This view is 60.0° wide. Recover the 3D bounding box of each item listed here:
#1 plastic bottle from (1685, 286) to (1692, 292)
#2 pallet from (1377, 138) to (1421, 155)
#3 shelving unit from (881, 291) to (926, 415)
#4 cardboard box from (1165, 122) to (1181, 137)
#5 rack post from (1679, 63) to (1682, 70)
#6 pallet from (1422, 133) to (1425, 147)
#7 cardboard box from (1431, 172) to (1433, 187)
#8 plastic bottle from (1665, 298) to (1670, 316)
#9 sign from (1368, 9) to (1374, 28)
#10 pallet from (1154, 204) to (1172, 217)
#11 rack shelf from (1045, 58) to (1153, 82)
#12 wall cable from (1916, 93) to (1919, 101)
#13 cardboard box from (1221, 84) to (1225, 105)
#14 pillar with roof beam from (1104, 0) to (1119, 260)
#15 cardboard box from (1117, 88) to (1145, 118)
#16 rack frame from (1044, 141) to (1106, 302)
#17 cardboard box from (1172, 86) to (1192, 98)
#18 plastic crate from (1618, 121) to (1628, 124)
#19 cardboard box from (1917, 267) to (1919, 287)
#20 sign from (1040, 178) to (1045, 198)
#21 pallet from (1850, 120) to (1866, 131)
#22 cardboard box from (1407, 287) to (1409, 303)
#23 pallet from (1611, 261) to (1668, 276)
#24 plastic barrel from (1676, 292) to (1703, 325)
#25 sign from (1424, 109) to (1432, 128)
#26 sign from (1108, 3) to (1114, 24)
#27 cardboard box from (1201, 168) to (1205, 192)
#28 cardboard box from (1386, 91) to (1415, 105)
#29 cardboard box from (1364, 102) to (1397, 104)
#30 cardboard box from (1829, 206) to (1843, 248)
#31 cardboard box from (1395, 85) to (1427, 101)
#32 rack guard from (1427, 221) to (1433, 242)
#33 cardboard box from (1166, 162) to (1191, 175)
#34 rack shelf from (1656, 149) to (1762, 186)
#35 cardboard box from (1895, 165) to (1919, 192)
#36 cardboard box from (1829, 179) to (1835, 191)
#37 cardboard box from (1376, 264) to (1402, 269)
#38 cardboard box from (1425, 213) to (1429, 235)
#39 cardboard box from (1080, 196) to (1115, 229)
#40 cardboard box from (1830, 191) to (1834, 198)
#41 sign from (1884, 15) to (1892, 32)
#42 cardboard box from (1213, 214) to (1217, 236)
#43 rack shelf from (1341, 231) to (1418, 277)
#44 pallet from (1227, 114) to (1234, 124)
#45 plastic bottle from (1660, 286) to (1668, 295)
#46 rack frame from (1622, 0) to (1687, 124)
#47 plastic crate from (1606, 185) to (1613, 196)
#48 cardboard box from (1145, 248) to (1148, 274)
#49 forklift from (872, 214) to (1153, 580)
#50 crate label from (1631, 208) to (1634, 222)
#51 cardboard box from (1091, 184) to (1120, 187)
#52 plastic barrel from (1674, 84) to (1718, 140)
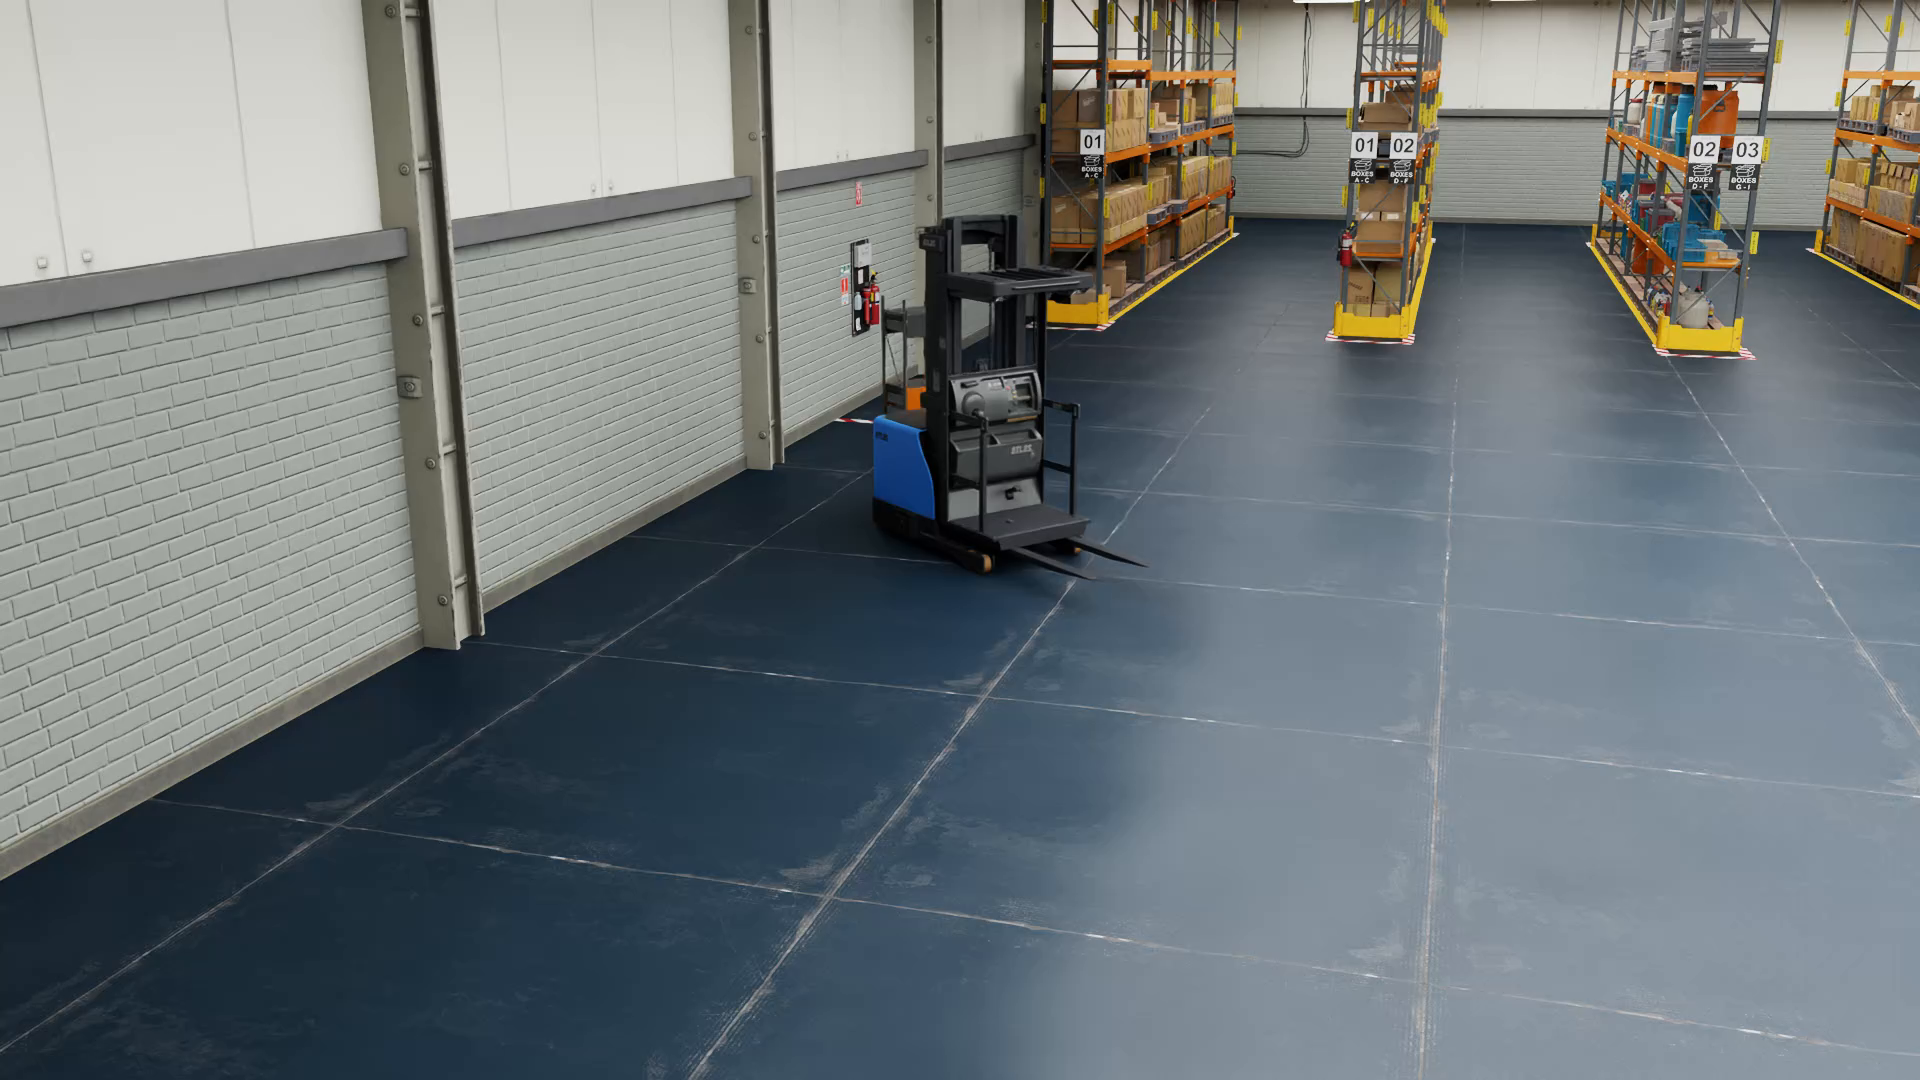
[{"bbox_3d":[12.501,-4.183,28.549,0.144,0.351,0.185,5,16,16],"label":"plastic bottle"},{"bbox_3d":[6.886,-6.348,26.797,1.003,0.211,1.213,5,16,16],"label":"pallet"},{"bbox_3d":[-0.422,-1.296,15.968,0.503,2.100,0.431,-11,19,-34],"label":"shelving unit"},{"bbox_3d":[4.238,-8.441,34.142,0.500,0.311,0.500,5,16,16],"label":"cardboard box"},{"bbox_3d":[14.366,-9.625,33.608,0.937,0.300,0.954,7,17,22],"label":"rack post"},{"bbox_3d":[7.580,-6.986,29.048,1.003,0.211,1.213,5,16,16],"label":"pallet"},{"bbox_3d":[11.050,-8.594,39.868,0.500,0.500,0.500,5,17,16],"label":"cardboard box"},{"bbox_3d":[11.710,-3.854,27.513,0.061,0.283,0.133,5,16,16],"label":"plastic bottle"},{"bbox_3d":[7.274,-9.223,29.420,0.100,0.325,0.005,5,16,16],"label":"sign"},{"bbox_3d":[3.660,-6.627,33.469,1.003,0.211,1.213,5,16,16],"label":"pallet"},{"bbox_3d":[2.479,-8.209,29.025,1.077,0.370,4.000,5,16,16],"label":"rack shelf"},{"bbox_3d":[25.616,-13.827,41.612,2.277,5.999,0.120,5,16,16],"label":"wall cable"},{"bbox_3d":[6.067,-10.698,39.921,0.500,0.500,0.500,5,17,16],"label":"cardboard box"},{"bbox_3d":[7.112,-9.520,32.321,9.100,9.000,0.400,5,16,16],"label":"pillar with roof beam"},{"bbox_3d":[3.018,-7.879,29.980,0.500,0.500,0.500,6,17,19],"label":"cardboard box"},{"bbox_3d":[1.910,-5.147,27.900,1.000,3.000,0.127,5,16,16],"label":"rack frame"},{"bbox_3d":[4.945,-10.130,37.608,0.500,0.250,0.500,6,17,20],"label":"cardboard box"},{"bbox_3d":[14.772,-9.144,36.801,0.416,0.233,0.300,5,16,16],"label":"plastic crate"},{"bbox_3d":[18.260,-4.920,30.874,0.700,0.500,0.500,4,16,13],"label":"cardboard box"},{"bbox_3d":[1.384,-5.905,27.870,0.100,0.325,0.005,5,16,16],"label":"sign"},{"bbox_3d":[20.159,-9.066,36.383,1.003,0.211,1.213,5,16,16],"label":"pallet"},{"bbox_3d":[7.596,-4.290,29.146,0.500,0.250,0.500,5,16,16],"label":"cardboard box"},{"bbox_3d":[14.215,-5.658,34.812,1.003,0.211,1.213,5,16,16],"label":"pallet"},{"bbox_3d":[11.665,-3.693,26.564,0.421,0.512,0.421,0,16,0],"label":"plastic barrel"},{"bbox_3d":[8.330,-7.498,29.598,0.100,0.325,0.005,5,16,16],"label":"sign"},{"bbox_3d":[2.430,-8.479,26.795,0.100,0.325,0.005,5,16,16],"label":"sign"},{"bbox_3d":[5.295,-8.213,37.944,0.500,0.500,0.500,5,17,16],"label":"cardboard box"},{"bbox_3d":[8.011,-7.903,30.249,0.500,0.500,0.500,5,17,17],"label":"cardboard box"},{"bbox_3d":[7.401,-7.460,29.347,0.500,0.500,0.500,6,17,20],"label":"cardboard box"},{"bbox_3d":[20.599,-7.187,38.216,0.875,0.875,0.875,5,16,16],"label":"cardboard box"},{"bbox_3d":[10.172,-10.006,37.518,0.700,0.500,0.500,5,16,16],"label":"cardboard box"},{"bbox_3d":[11.186,-7.728,41.579,1.175,0.500,0.348,5,16,16],"label":"rack guard"},{"bbox_3d":[4.712,-8.041,35.965,0.500,0.250,0.500,4,16,15],"label":"cardboard box"},{"bbox_3d":[11.977,-5.999,26.726,1.077,0.370,4.000,5,16,16],"label":"rack shelf"},{"bbox_3d":[19.026,-7.155,32.957,0.797,0.503,0.637,5,17,18],"label":"cardboard box"},{"bbox_3d":[20.309,-8.147,38.207,0.500,0.250,0.500,4,16,14],"label":"cardboard box"},{"bbox_3d":[7.296,-4.390,28.125,0.500,0.500,0.500,5,16,16],"label":"cardboard box"},{"bbox_3d":[11.289,-7.798,41.020,0.500,0.500,0.500,5,16,16],"label":"cardboard box"},{"bbox_3d":[2.334,-5.547,28.174,0.500,0.500,0.500,5,16,16],"label":"cardboard box"},{"bbox_3d":[20.216,-7.926,38.156,0.380,0.149,0.250,4,16,15],"label":"cardboard box"},{"bbox_3d":[19.043,-10.596,34.113,0.100,0.325,0.005,5,16,16],"label":"sign"},{"bbox_3d":[5.925,-7.739,40.850,0.700,0.500,0.500,5,17,17],"label":"cardboard box"},{"bbox_3d":[7.229,-4.941,28.493,1.077,0.370,4.000,5,16,16],"label":"rack shelf"},{"bbox_3d":[6.256,-10.539,41.574,1.003,0.211,1.213,5,16,16],"label":"pallet"},{"bbox_3d":[12.056,-4.173,28.512,0.144,0.351,0.185,5,16,16],"label":"plastic bottle"},{"bbox_3d":[14.819,-10.405,35.442,1.000,3.000,0.127,5,16,16],"label":"rack frame"},{"bbox_3d":[15.110,-8.051,38.336,0.416,0.233,0.300,5,16,16],"label":"plastic crate"},{"bbox_3d":[3.339,-5.536,33.045,0.700,0.500,0.500,4,16,15],"label":"cardboard box"},{"bbox_3d":[0.443,-1.272,14.362,1.130,2.935,3.031,-11,19,-34],"label":"forklift"},{"bbox_3d":[13.203,-6.310,32.308,0.303,0.233,0.416,5,16,16],"label":"crate label"},{"bbox_3d":[2.713,-6.385,31.129,0.500,0.500,0.500,4,16,15],"label":"cardboard box"},{"bbox_3d":[12.160,-7.060,27.458,0.600,0.901,0.708,5,16,16],"label":"plastic barrel"}]
